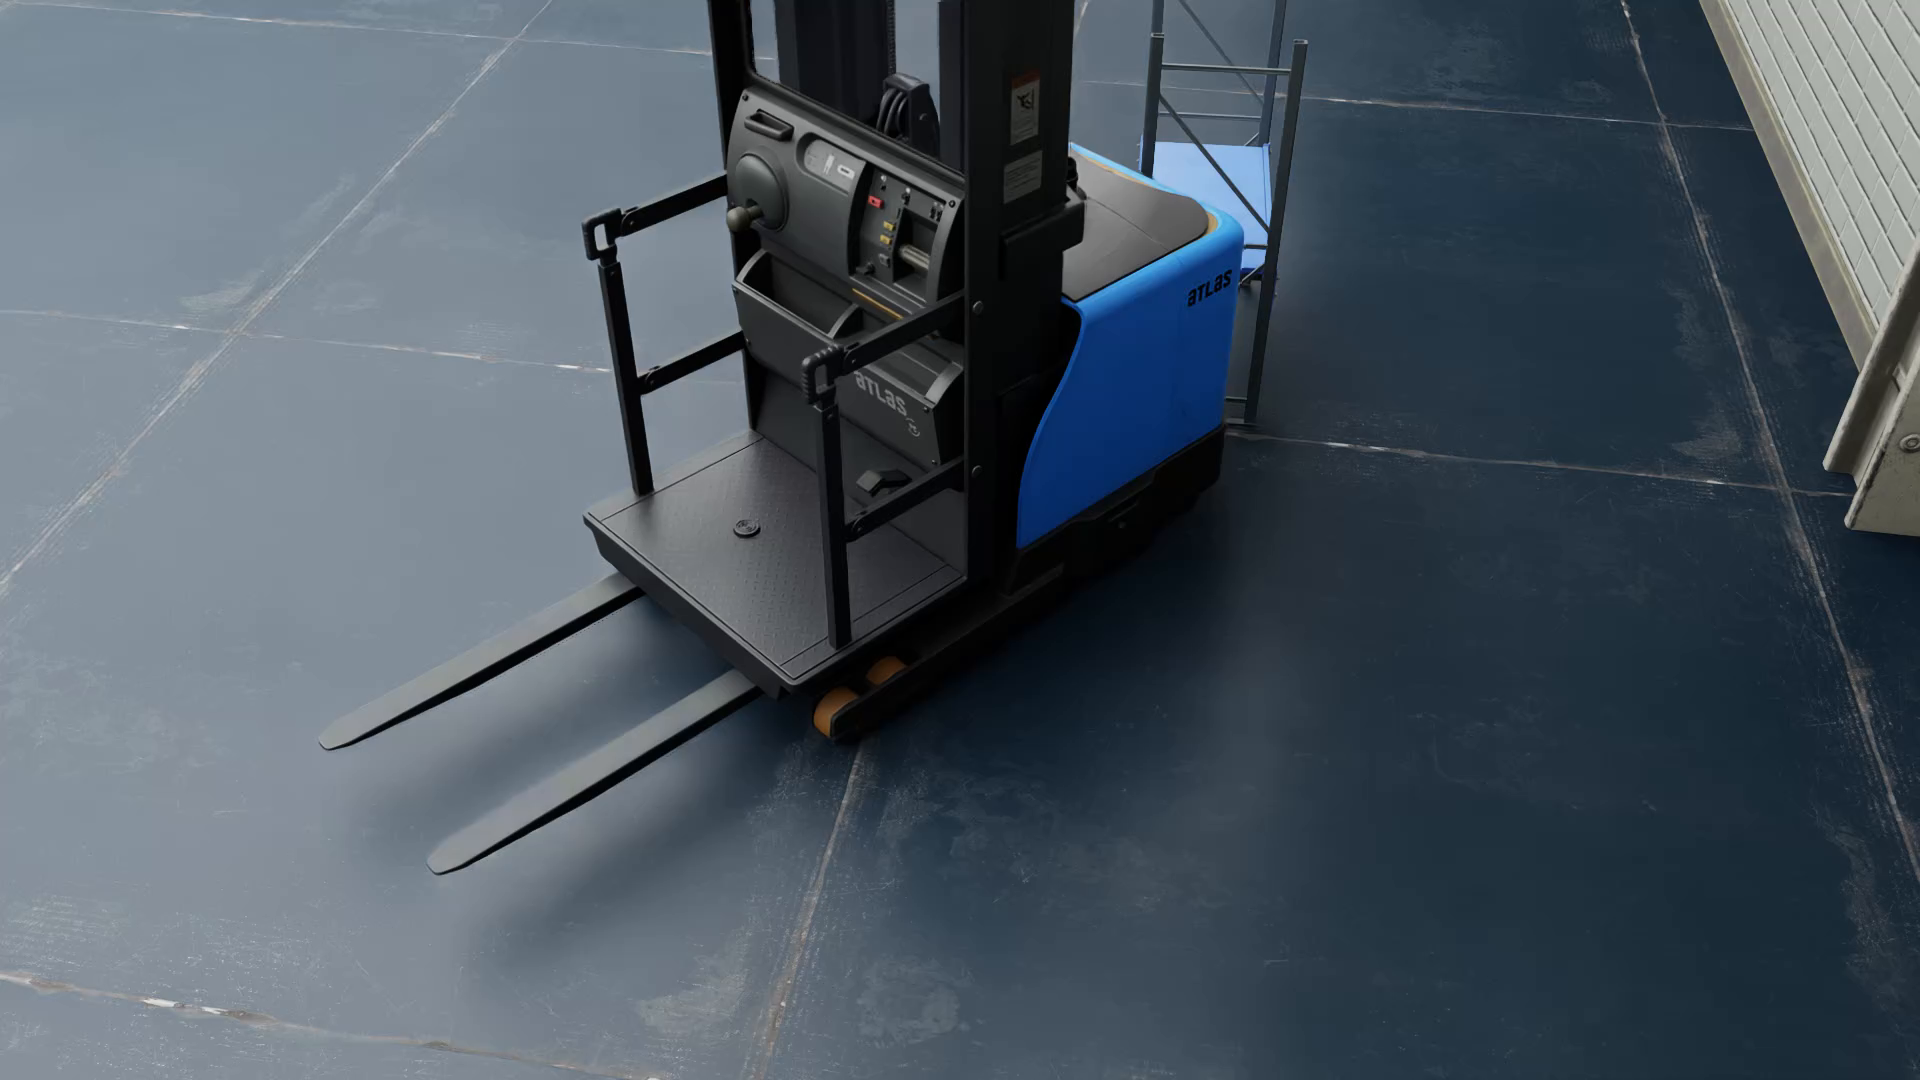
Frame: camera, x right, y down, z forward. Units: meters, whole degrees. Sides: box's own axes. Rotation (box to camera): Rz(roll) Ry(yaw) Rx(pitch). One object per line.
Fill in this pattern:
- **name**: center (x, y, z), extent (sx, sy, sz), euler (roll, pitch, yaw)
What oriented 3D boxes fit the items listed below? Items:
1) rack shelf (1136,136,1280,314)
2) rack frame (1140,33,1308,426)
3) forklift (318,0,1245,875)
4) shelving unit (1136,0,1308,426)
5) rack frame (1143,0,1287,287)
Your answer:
- **rack shelf**: center (0.924, -1.218, 6.328), extent (0.538, 0.185, 1.000), euler (4, 40, 5)
- **rack frame**: center (0.865, -1.035, 5.825), extent (0.500, 1.500, 0.032), euler (4, 40, 5)
- **forklift**: center (-0.492, -0.898, 4.536), extent (3.031, 2.935, 1.130), euler (-31, 49, -32)
- **shelving unit**: center (0.924, -1.357, 6.214), extent (0.538, 1.500, 1.048), euler (4, 40, 5)
- **rack frame**: center (0.983, -1.678, 6.603), extent (0.500, 1.500, 0.032), euler (4, 40, 5)
